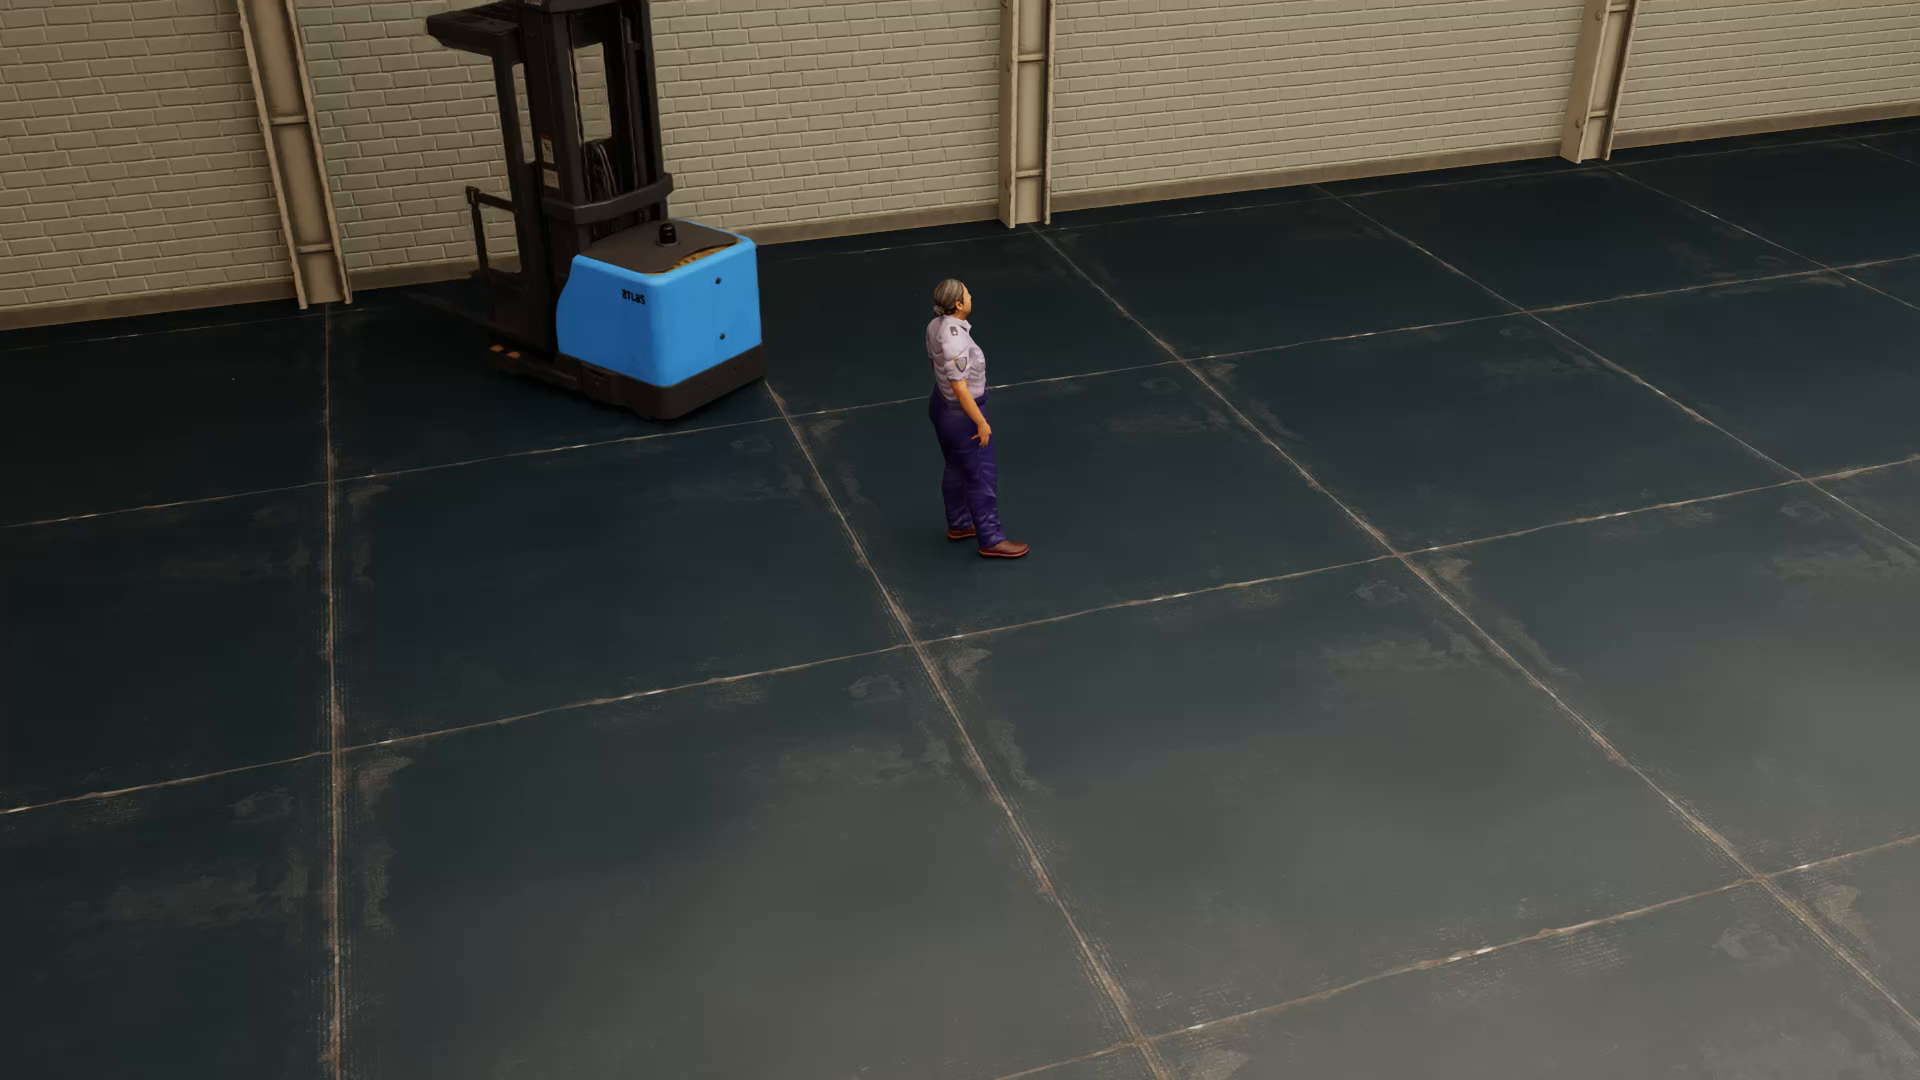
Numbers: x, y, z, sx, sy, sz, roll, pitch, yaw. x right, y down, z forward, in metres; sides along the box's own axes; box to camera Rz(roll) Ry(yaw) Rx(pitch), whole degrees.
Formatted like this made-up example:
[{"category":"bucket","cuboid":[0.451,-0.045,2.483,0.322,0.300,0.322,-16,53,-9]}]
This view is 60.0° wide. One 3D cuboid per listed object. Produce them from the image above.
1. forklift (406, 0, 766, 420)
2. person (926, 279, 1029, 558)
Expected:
[{"category":"forklift","cuboid":[-2.883,-2.664,11.717,3.031,2.935,1.130,20,36,31]},{"category":"person","cuboid":[0.093,-0.720,9.619,0.502,1.643,0.598,-10,31,-16]}]
